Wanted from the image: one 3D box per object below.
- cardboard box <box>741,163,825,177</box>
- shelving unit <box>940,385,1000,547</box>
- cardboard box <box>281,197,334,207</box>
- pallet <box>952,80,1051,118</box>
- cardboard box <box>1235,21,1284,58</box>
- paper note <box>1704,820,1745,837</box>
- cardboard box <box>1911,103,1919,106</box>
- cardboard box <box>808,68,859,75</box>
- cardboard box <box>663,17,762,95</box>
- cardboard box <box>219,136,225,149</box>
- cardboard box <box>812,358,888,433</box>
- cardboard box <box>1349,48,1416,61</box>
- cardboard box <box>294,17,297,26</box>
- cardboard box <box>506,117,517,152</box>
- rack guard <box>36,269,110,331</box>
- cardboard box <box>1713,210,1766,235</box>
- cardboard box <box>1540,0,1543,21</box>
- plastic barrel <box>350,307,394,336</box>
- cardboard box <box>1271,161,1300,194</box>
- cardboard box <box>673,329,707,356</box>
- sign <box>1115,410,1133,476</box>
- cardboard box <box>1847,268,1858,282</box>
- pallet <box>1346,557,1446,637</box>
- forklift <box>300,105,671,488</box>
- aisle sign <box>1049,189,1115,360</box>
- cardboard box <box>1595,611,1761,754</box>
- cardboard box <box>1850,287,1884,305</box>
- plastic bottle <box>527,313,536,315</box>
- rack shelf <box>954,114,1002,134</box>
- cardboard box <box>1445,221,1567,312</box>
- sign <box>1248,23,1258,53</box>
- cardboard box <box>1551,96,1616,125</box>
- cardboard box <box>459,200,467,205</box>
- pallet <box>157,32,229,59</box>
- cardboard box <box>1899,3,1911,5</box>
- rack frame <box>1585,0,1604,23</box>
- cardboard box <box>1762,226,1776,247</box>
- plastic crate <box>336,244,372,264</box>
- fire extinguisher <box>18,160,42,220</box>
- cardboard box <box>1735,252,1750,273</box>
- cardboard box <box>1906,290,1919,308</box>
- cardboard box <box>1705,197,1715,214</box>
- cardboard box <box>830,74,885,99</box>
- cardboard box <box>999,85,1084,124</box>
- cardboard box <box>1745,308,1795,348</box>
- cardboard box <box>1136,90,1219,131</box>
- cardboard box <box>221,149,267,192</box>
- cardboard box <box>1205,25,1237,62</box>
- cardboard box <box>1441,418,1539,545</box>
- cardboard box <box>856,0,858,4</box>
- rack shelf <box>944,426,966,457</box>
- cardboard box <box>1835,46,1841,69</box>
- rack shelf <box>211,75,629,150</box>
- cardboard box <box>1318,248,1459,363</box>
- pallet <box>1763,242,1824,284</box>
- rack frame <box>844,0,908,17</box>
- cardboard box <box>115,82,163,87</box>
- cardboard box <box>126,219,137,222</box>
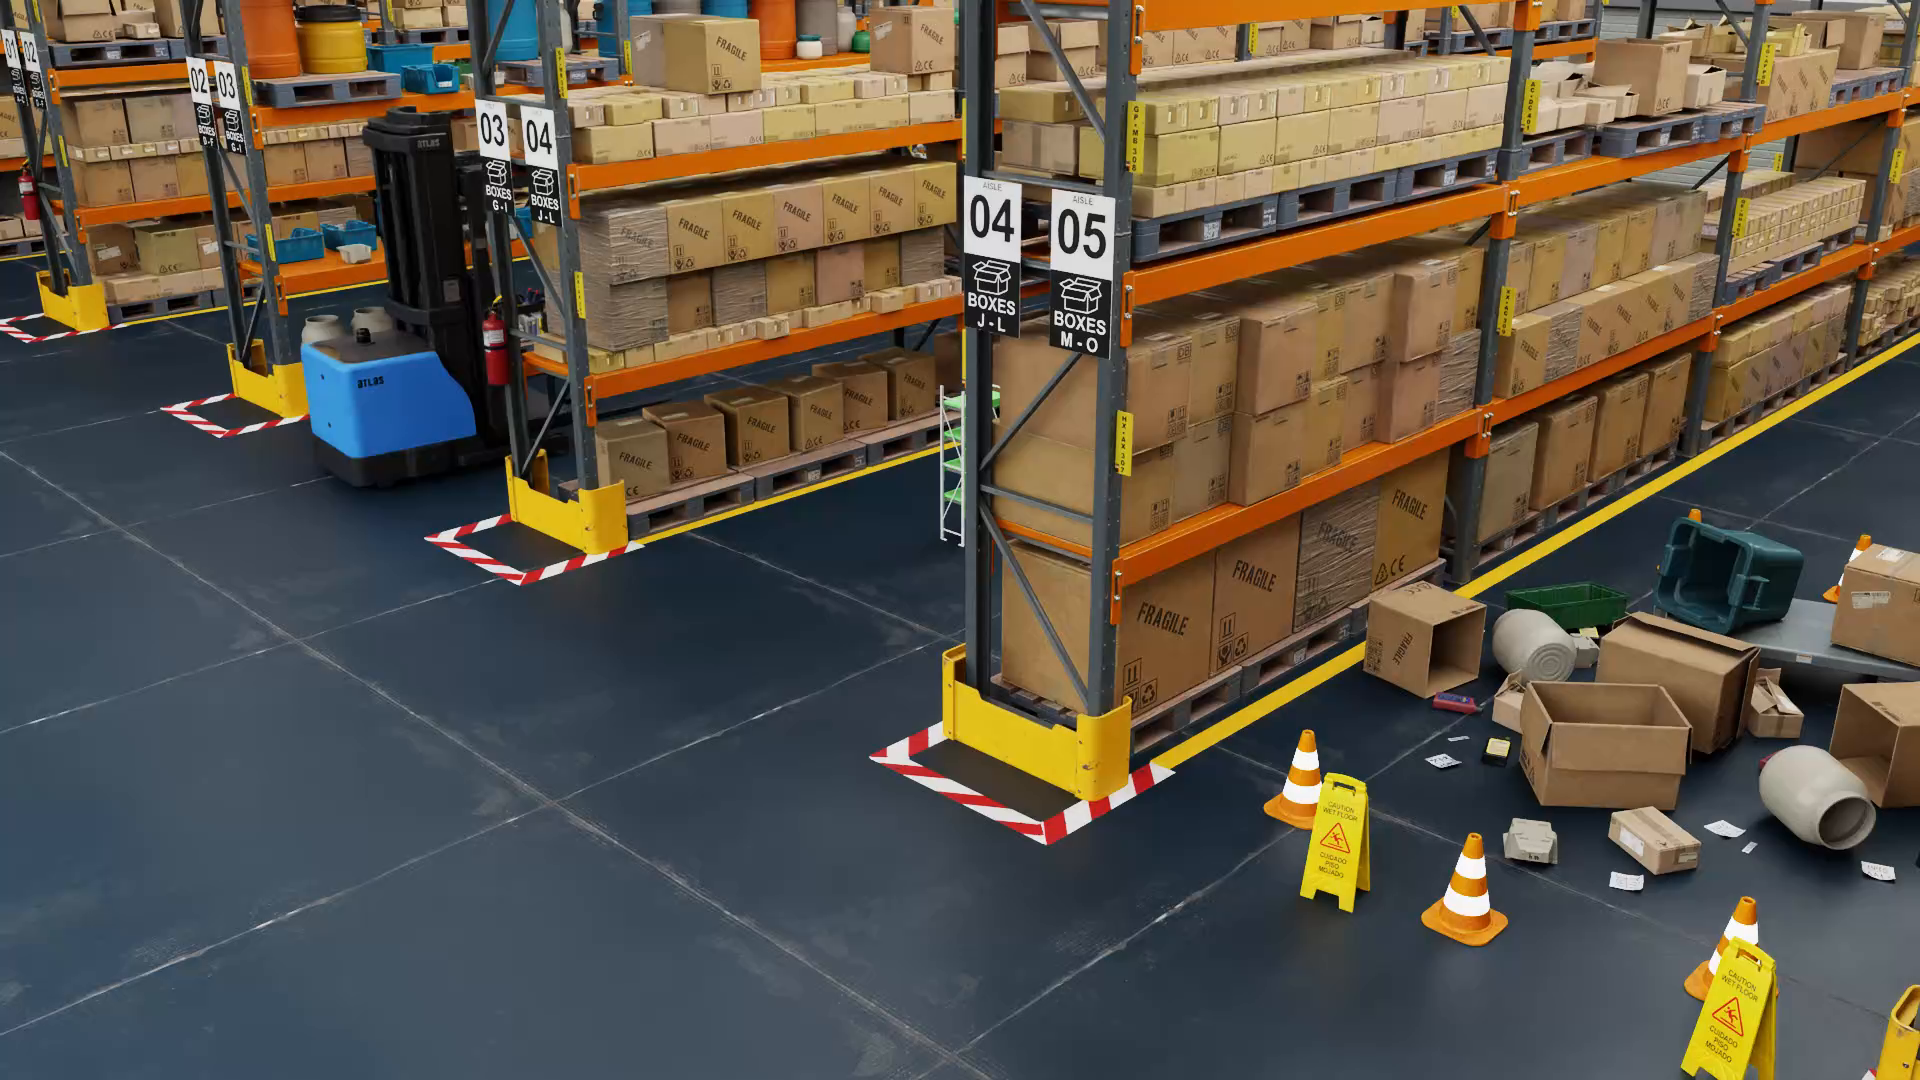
[{"bbox_3d":[-1.457,-2.821,13.787,0.500,0.500,0.500,19,28,41],"label":"cardboard box"},{"bbox_3d":[0.115,-0.603,12.470,0.258,1.200,0.503,19,28,41],"label":"shelving unit"},{"bbox_3d":[-8.250,-4.050,21.133,0.500,0.500,0.500,19,28,41],"label":"cardboard box"},{"bbox_3d":[0.243,-3.923,14.681,1.213,0.211,1.003,19,28,41],"label":"pallet"},{"bbox_3d":[2.900,-5.326,17.340,0.637,0.503,0.797,-18,27,-39],"label":"cardboard box"},{"bbox_3d":[3.979,1.499,8.647,0.142,0.019,0.148,-10,23,-24],"label":"paper note"},{"bbox_3d":[10.361,-4.640,18.517,0.500,0.500,0.500,18,28,39],"label":"cardboard box"},{"bbox_3d":[-1.054,-3.838,13.852,0.380,0.149,0.250,20,28,41],"label":"cardboard box"},{"bbox_3d":[-1.825,-3.583,12.285,0.500,0.500,0.500,19,28,40],"label":"cardboard box"},{"bbox_3d":[-8.824,-4.659,19.471,0.380,0.149,0.250,19,28,40],"label":"cardboard box"},{"bbox_3d":[-0.966,-1.266,14.586,0.500,0.500,0.500,-11,23,-25],"label":"cardboard box"},{"bbox_3d":[2.722,-3.100,10.793,0.380,0.149,0.250,20,28,41],"label":"cardboard box"},{"bbox_3d":[-8.005,-6.125,19.717,0.380,0.149,0.250,19,28,41],"label":"cardboard box"},{"bbox_3d":[-6.095,-5.463,22.468,0.500,0.500,0.500,19,28,41],"label":"cardboard box"},{"bbox_3d":[-10.166,-2.758,19.052,1.175,0.500,0.348,19,28,41],"label":"rack guard"},{"bbox_3d":[6.831,-2.798,14.608,0.380,0.149,0.250,19,28,40],"label":"cardboard box"},{"bbox_3d":[6.978,-6.846,21.160,0.700,0.500,0.500,17,27,37],"label":"cardboard box"},{"bbox_3d":[-5.849,-2.042,16.588,0.421,0.512,0.421,0,21,0],"label":"plastic barrel"},{"bbox_3d":[1.602,-1.976,8.979,0.380,0.149,0.250,19,28,41],"label":"cardboard box"},{"bbox_3d":[-2.152,-1.536,12.740,0.380,0.149,0.250,19,28,41],"label":"cardboard box"},{"bbox_3d":[0.822,-0.484,8.335,0.100,0.325,0.005,19,28,41],"label":"sign"},{"bbox_3d":[9.971,-2.957,18.647,0.380,0.149,0.250,19,28,41],"label":"cardboard box"},{"bbox_3d":[2.633,0.266,11.587,1.003,0.211,1.213,19,28,41],"label":"pallet"},{"bbox_3d":[-4.045,-2.207,14.231,3.031,2.935,1.130,-16,26,-36],"label":"forklift"},{"bbox_3d":[0.594,-1.303,8.160,0.394,0.787,0.004,19,28,41],"label":"aisle sign"},{"bbox_3d":[4.104,0.804,9.592,0.797,0.637,0.503,19,28,41],"label":"cardboard box"},{"bbox_3d":[9.565,-2.581,17.667,0.380,0.149,0.250,19,28,40],"label":"cardboard box"},{"bbox_3d":[-4.506,-2.305,17.562,0.061,0.283,0.133,19,28,41],"label":"plastic bottle"},{"bbox_3d":[1.131,-4.057,15.771,1.077,0.370,4.000,19,28,41],"label":"rack shelf"},{"bbox_3d":[3.919,-1.986,12.029,0.700,0.500,0.500,19,28,40],"label":"cardboard box"},{"bbox_3d":[2.914,-5.012,16.532,0.100,0.325,0.005,19,28,41],"label":"sign"},{"bbox_3d":[4.383,-3.032,11.726,0.380,0.149,0.250,19,28,41],"label":"cardboard box"},{"bbox_3d":[-6.924,-4.444,22.422,0.500,0.311,0.500,-19,28,-41],"label":"cardboard box"},{"bbox_3d":[-8.787,-5.780,19.374,1.003,0.211,1.213,19,28,41],"label":"pallet"},{"bbox_3d":[10.599,-5.844,18.374,0.250,0.149,0.380,-20,29,-41],"label":"cardboard box"},{"bbox_3d":[8.107,-8.363,21.791,1.000,3.000,0.127,19,28,41],"label":"rack frame"},{"bbox_3d":[7.038,-2.736,14.861,0.380,0.149,0.250,19,28,41],"label":"cardboard box"},{"bbox_3d":[-5.748,-2.716,15.828,0.298,0.136,0.250,19,28,41],"label":"plastic crate"},{"bbox_3d":[-10.565,-3.980,18.857,0.296,0.674,0.183,19,28,41],"label":"fire extinguisher"},{"bbox_3d":[6.654,-2.452,14.537,0.250,0.149,0.380,-18,28,-39],"label":"cardboard box"},{"bbox_3d":[10.349,-2.684,18.349,0.380,0.149,0.250,20,28,41],"label":"cardboard box"},{"bbox_3d":[6.739,-3.098,15.389,0.380,0.149,0.250,19,28,41],"label":"cardboard box"},{"bbox_3d":[-0.823,-3.630,13.309,0.380,0.149,0.250,18,28,39],"label":"cardboard box"},{"bbox_3d":[0.421,-2.252,8.586,0.380,0.149,0.250,20,28,41],"label":"cardboard box"},{"bbox_3d":[7.372,-1.990,15.424,0.500,0.250,0.500,20,28,41],"label":"cardboard box"},{"bbox_3d":[1.065,-2.151,8.323,0.380,0.149,0.250,19,28,41],"label":"cardboard box"},{"bbox_3d":[-8.737,-4.493,19.943,0.500,0.500,0.700,-19,28,-40],"label":"cardboard box"},{"bbox_3d":[2.373,-5.002,16.389,0.500,0.500,0.500,-19,28,-41],"label":"cardboard box"},{"bbox_3d":[3.588,-0.539,12.347,1.050,0.750,0.750,19,28,40],"label":"cardboard box"},{"bbox_3d":[-1.630,-8.537,26.633,0.500,0.250,0.500,19,28,41],"label":"cardboard box"},{"bbox_3d":[0.115,-0.767,12.407,0.258,0.148,0.480,19,28,41],"label":"rack shelf"},{"bbox_3d":[8.036,-4.648,15.846,0.500,0.311,0.500,19,28,40],"label":"cardboard box"},{"bbox_3d":[-5.208,-4.268,16.321,1.077,0.370,4.000,19,28,41],"label":"rack shelf"},{"bbox_3d":[2.637,-1.529,10.656,0.875,0.550,0.550,19,28,41],"label":"cardboard box"},{"bbox_3d":[7.361,-2.669,15.605,1.003,0.211,1.213,19,28,41],"label":"pallet"},{"bbox_3d":[-1.022,-7.547,19.666,1.000,3.000,0.127,19,28,41],"label":"rack frame"},{"bbox_3d":[-11.752,-6.286,23.885,0.500,0.500,0.500,19,28,40],"label":"cardboard box"},{"bbox_3d":[-12.041,-4.666,23.894,0.380,0.149,0.250,17,27,36],"label":"cardboard box"}]
